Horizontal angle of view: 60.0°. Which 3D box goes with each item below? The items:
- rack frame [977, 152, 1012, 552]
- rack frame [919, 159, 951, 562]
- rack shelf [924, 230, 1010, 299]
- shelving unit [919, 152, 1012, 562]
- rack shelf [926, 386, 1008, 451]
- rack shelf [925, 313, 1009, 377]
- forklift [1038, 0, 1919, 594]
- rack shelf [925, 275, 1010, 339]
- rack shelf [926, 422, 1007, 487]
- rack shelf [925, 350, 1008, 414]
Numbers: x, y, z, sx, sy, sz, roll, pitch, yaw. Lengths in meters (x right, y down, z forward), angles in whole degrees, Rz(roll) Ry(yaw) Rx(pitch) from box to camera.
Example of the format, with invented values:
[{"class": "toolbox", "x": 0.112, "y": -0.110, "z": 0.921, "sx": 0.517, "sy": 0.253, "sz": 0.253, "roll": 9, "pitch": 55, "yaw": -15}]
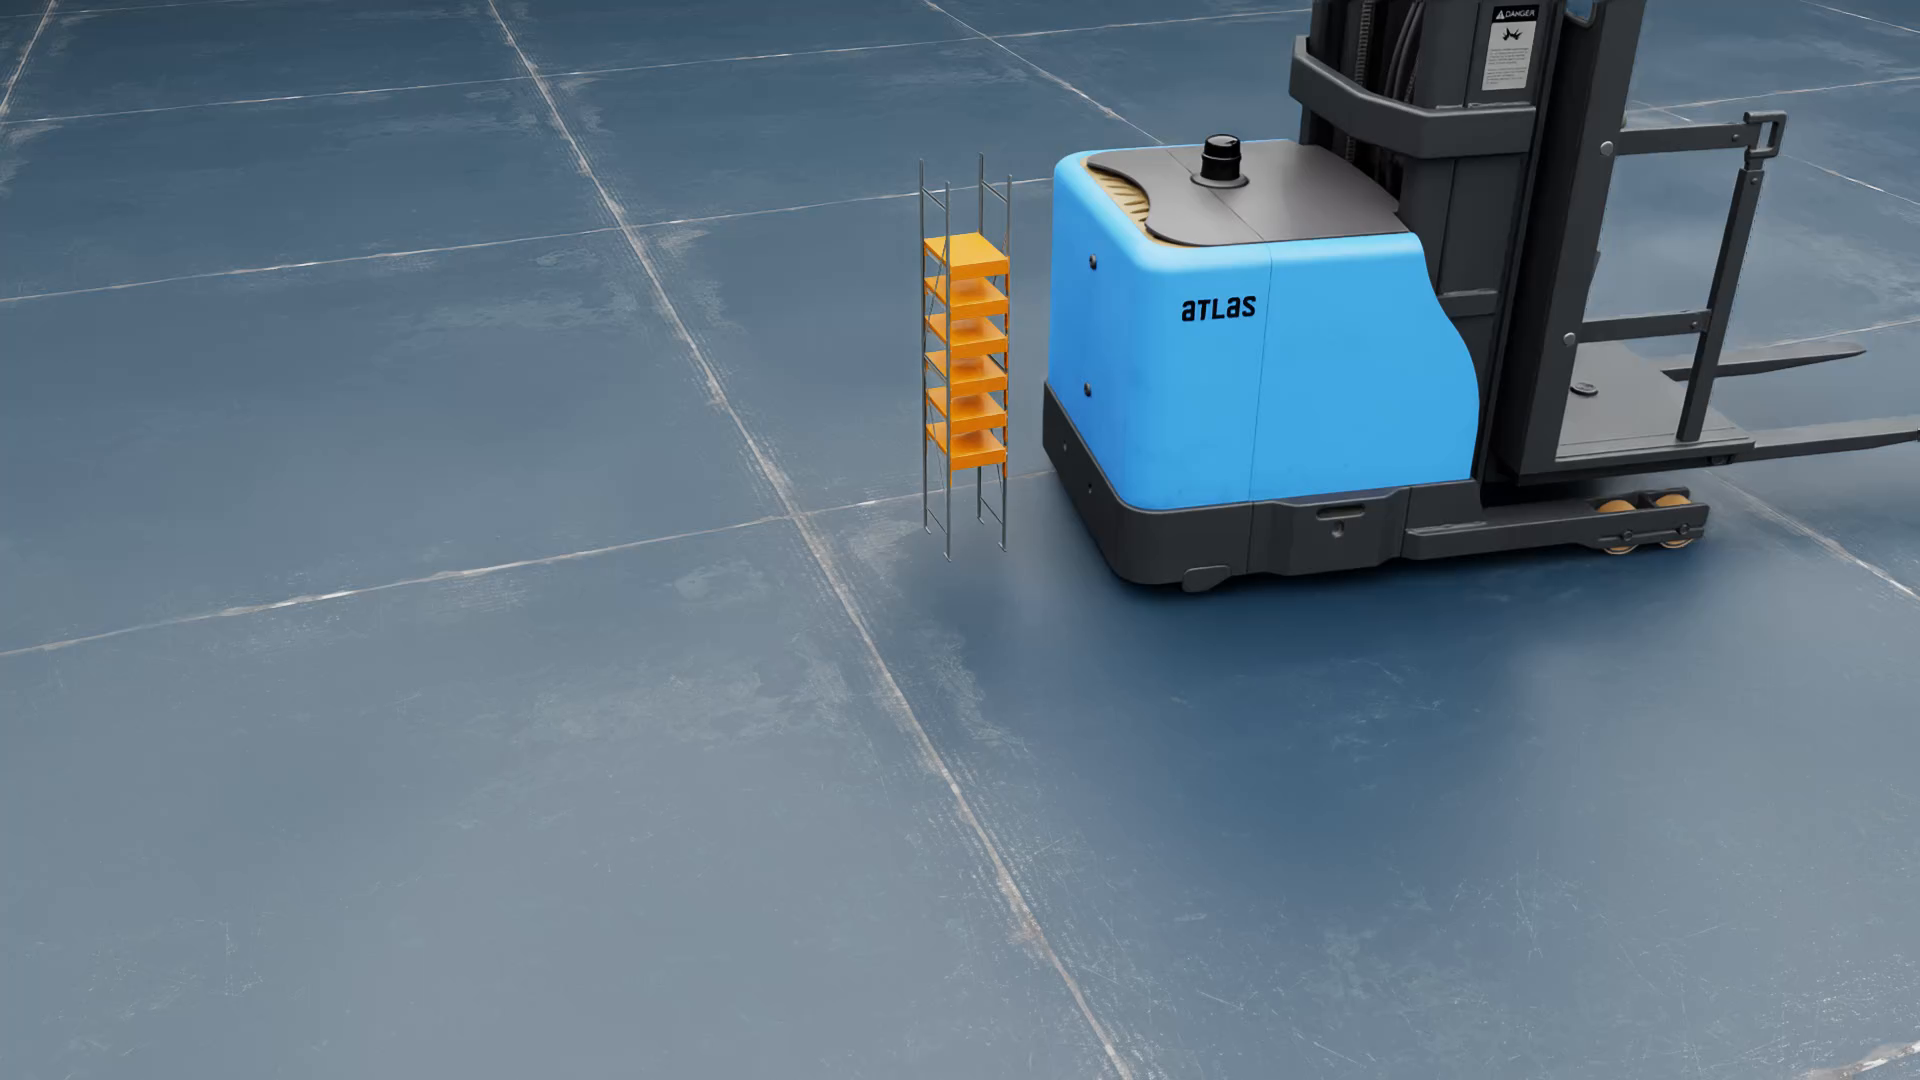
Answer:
[{"class": "rack frame", "x": 0.099, "y": -0.540, "z": 4.985, "sx": 0.006, "sy": 1.200, "sz": 0.240, "roll": -10, "pitch": 31, "yaw": -18}, {"class": "rack frame", "x": -0.072, "y": -0.508, "z": 4.930, "sx": 0.006, "sy": 1.200, "sz": 0.240, "roll": -10, "pitch": 31, "yaw": -18}, {"class": "rack shelf", "x": 0.014, "y": -0.798, "z": 4.801, "sx": 0.180, "sy": 0.103, "sz": 0.258, "roll": -10, "pitch": 31, "yaw": -18}, {"class": "shelving unit", "x": 0.014, "y": -0.524, "z": 4.957, "sx": 0.189, "sy": 1.200, "sz": 0.258, "roll": -10, "pitch": 31, "yaw": -18}, {"class": "rack shelf", "x": 0.014, "y": -0.381, "z": 5.039, "sx": 0.180, "sy": 0.103, "sz": 0.258, "roll": -10, "pitch": 31, "yaw": -18}, {"class": "rack shelf", "x": 0.014, "y": -0.589, "z": 4.920, "sx": 0.180, "sy": 0.103, "sz": 0.258, "roll": -10, "pitch": 31, "yaw": -18}, {"class": "forklift", "x": 1.835, "y": -1.476, "z": 4.880, "sx": 3.031, "sy": 2.935, "sz": 1.130, "roll": -6, "pitch": 30, "yaw": -10}, {"class": "rack shelf", "x": 0.014, "y": -0.694, "z": 4.861, "sx": 0.180, "sy": 0.103, "sz": 0.258, "roll": -10, "pitch": 31, "yaw": -18}, {"class": "rack shelf", "x": 0.014, "y": -0.277, "z": 5.098, "sx": 0.180, "sy": 0.103, "sz": 0.258, "roll": -10, "pitch": 31, "yaw": -18}, {"class": "rack shelf", "x": 0.014, "y": -0.485, "z": 4.979, "sx": 0.180, "sy": 0.103, "sz": 0.258, "roll": -10, "pitch": 31, "yaw": -18}]
